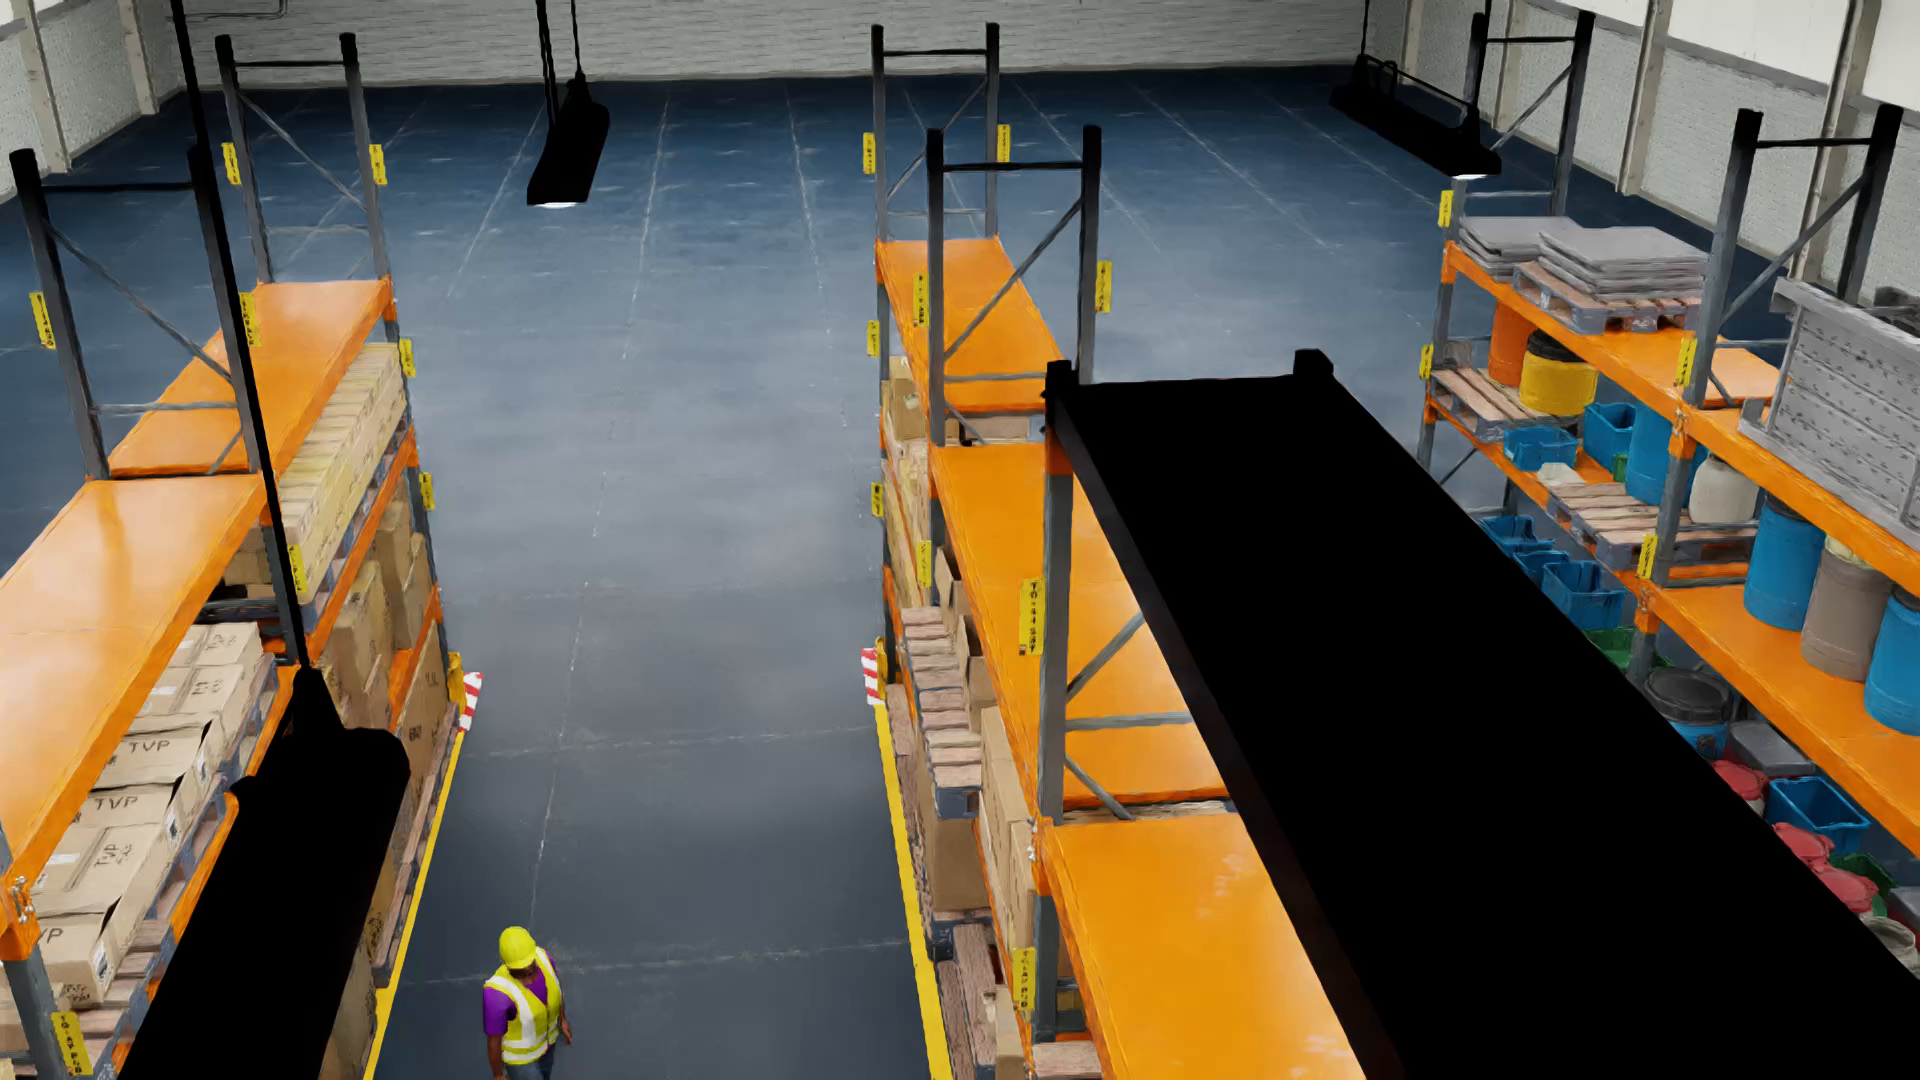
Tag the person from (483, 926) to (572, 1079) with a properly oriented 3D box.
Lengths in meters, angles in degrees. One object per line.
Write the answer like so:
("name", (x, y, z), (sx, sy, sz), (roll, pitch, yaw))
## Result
("person", (-2.554, 3.067, 9.996), (0.581, 1.763, 0.671), (9, 27, 17))
